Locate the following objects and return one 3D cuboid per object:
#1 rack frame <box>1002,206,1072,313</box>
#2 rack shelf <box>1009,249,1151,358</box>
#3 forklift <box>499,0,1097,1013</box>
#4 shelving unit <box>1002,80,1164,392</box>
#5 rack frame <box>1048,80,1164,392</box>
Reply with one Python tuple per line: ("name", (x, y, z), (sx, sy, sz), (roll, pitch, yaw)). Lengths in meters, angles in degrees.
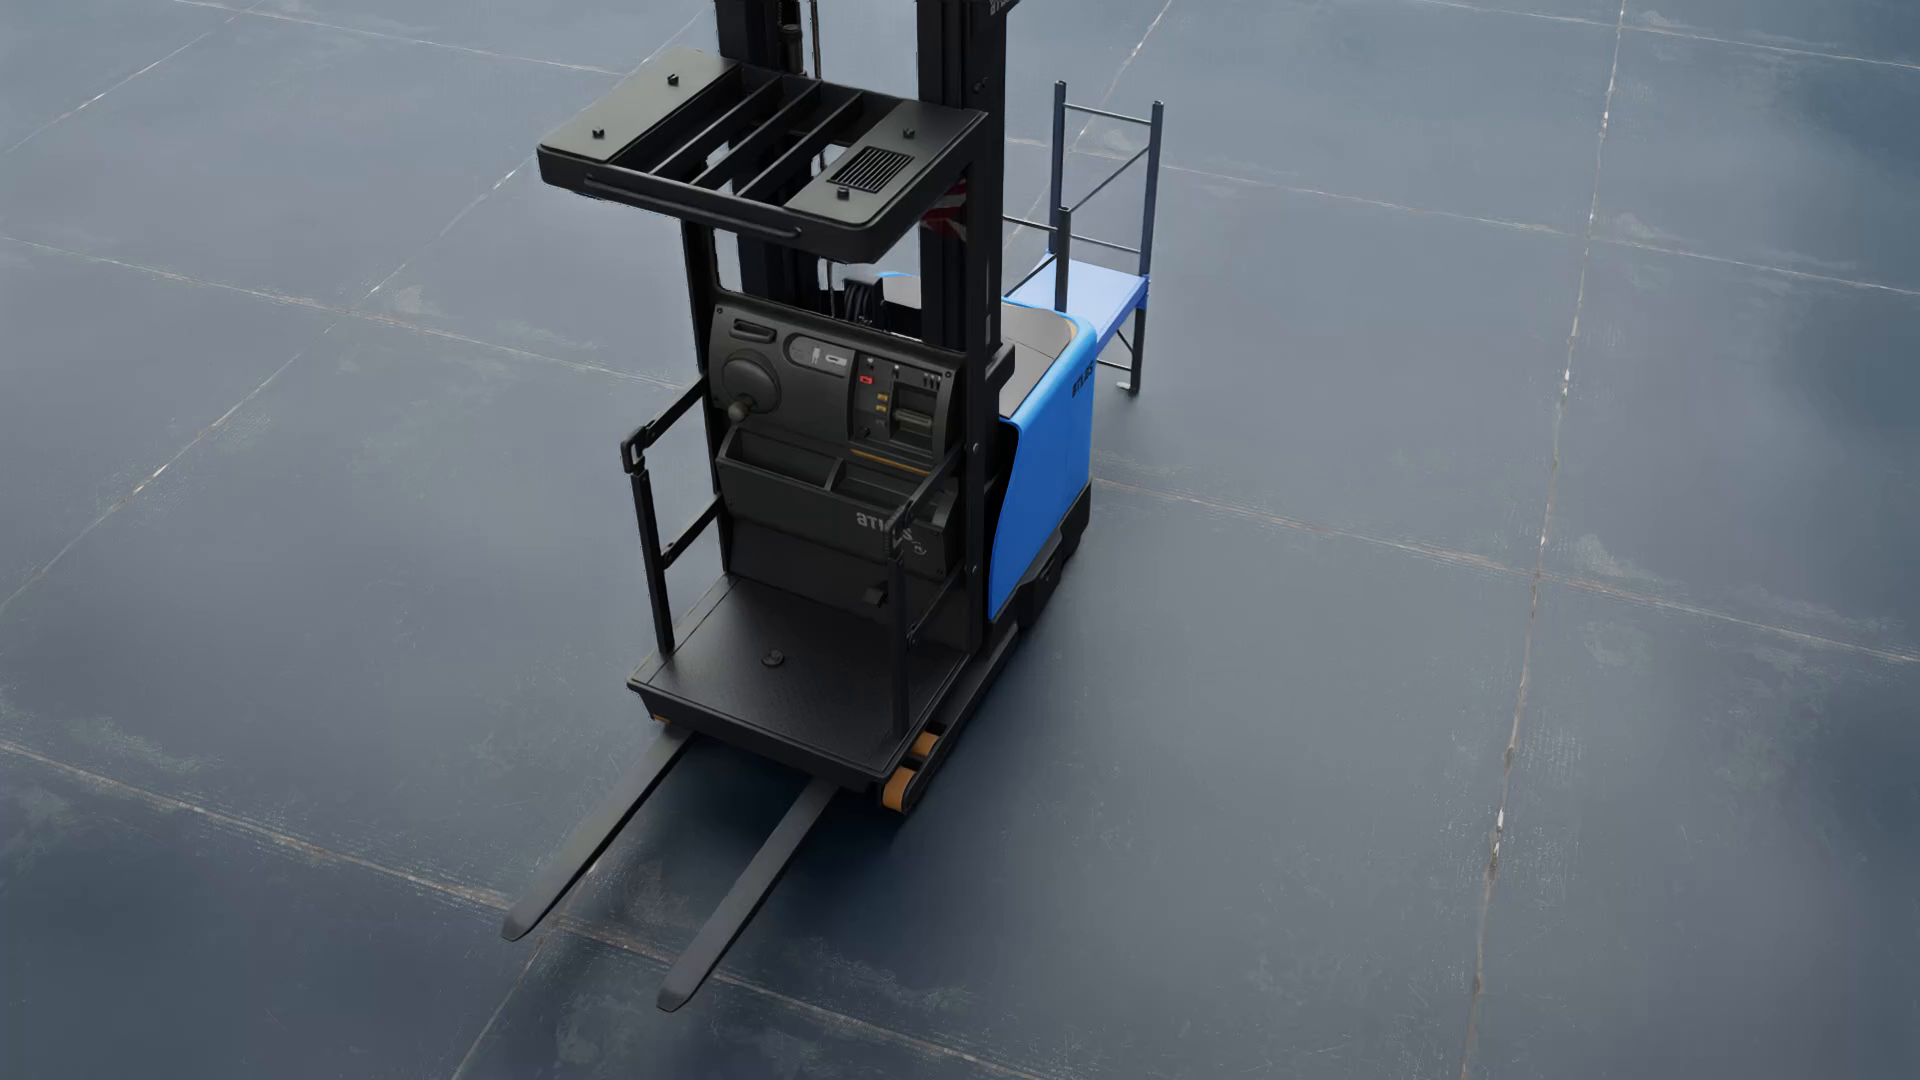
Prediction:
("rack frame", (0.202, -0.778, 7.007), (0.500, 1.500, 0.032), (18, 43, 19))
("rack shelf", (0.424, -0.938, 7.471), (0.538, 0.185, 1.000), (18, 43, 19))
("forklift", (-0.536, -0.450, 5.520), (1.130, 2.935, 3.031), (18, 43, 19))
("shelving unit", (0.424, -1.075, 7.355), (0.538, 1.500, 1.048), (18, 43, 19))
("rack frame", (0.647, -1.372, 7.702), (0.500, 1.500, 0.032), (18, 43, 19))
